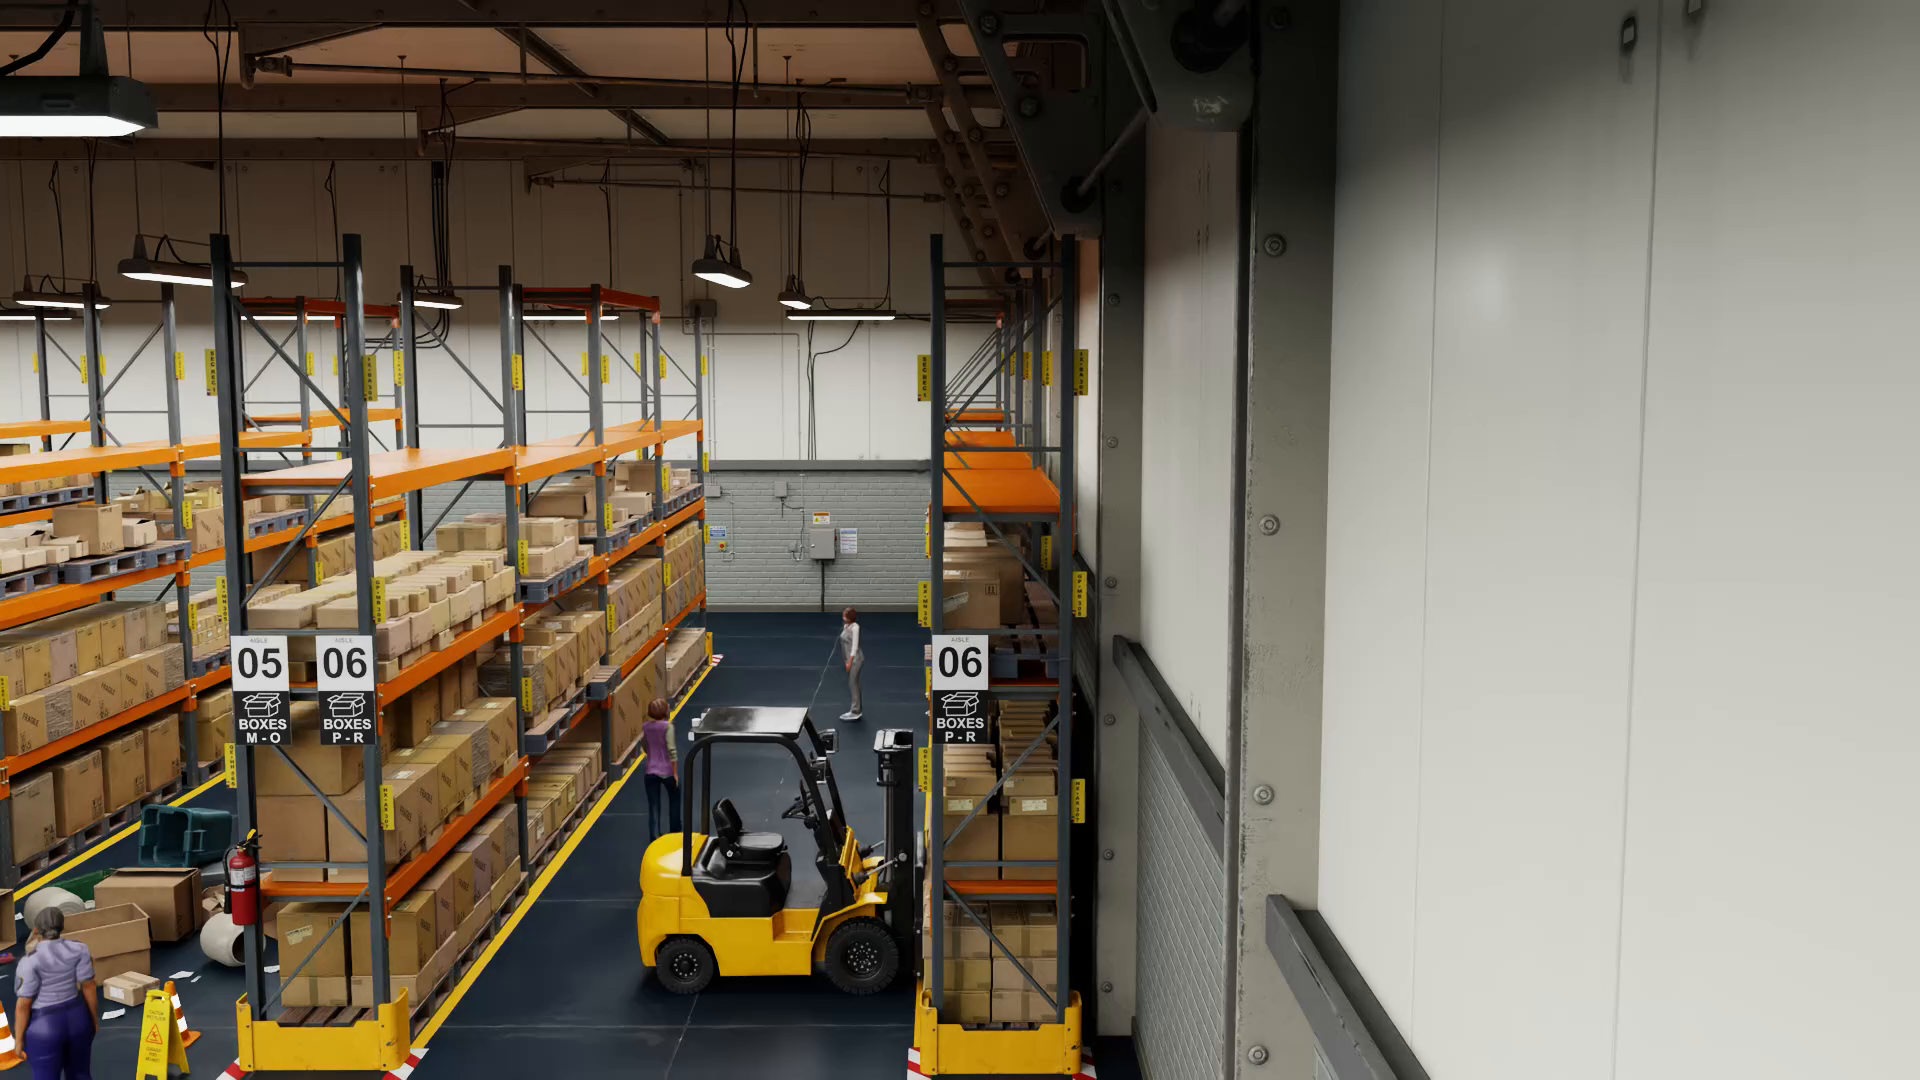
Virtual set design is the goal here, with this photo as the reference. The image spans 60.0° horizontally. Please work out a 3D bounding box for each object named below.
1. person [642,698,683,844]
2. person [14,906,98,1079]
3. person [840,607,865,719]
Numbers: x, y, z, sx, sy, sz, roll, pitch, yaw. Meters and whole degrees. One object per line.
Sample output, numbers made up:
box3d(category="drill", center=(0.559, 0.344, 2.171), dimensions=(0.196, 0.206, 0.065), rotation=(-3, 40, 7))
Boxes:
box3d(category="person", center=(-3.020, 2.394, 16.846), dimensions=(0.416, 1.442, 0.892), rotation=(0, 6, 1))
box3d(category="person", center=(-5.869, 3.165, 10.769), dimensions=(0.503, 1.662, 0.558), rotation=(3, 7, 28))
box3d(category="person", center=(-1.553, 1.750, 23.688), dimensions=(0.371, 1.607, 0.425), rotation=(-2, 7, -18))
